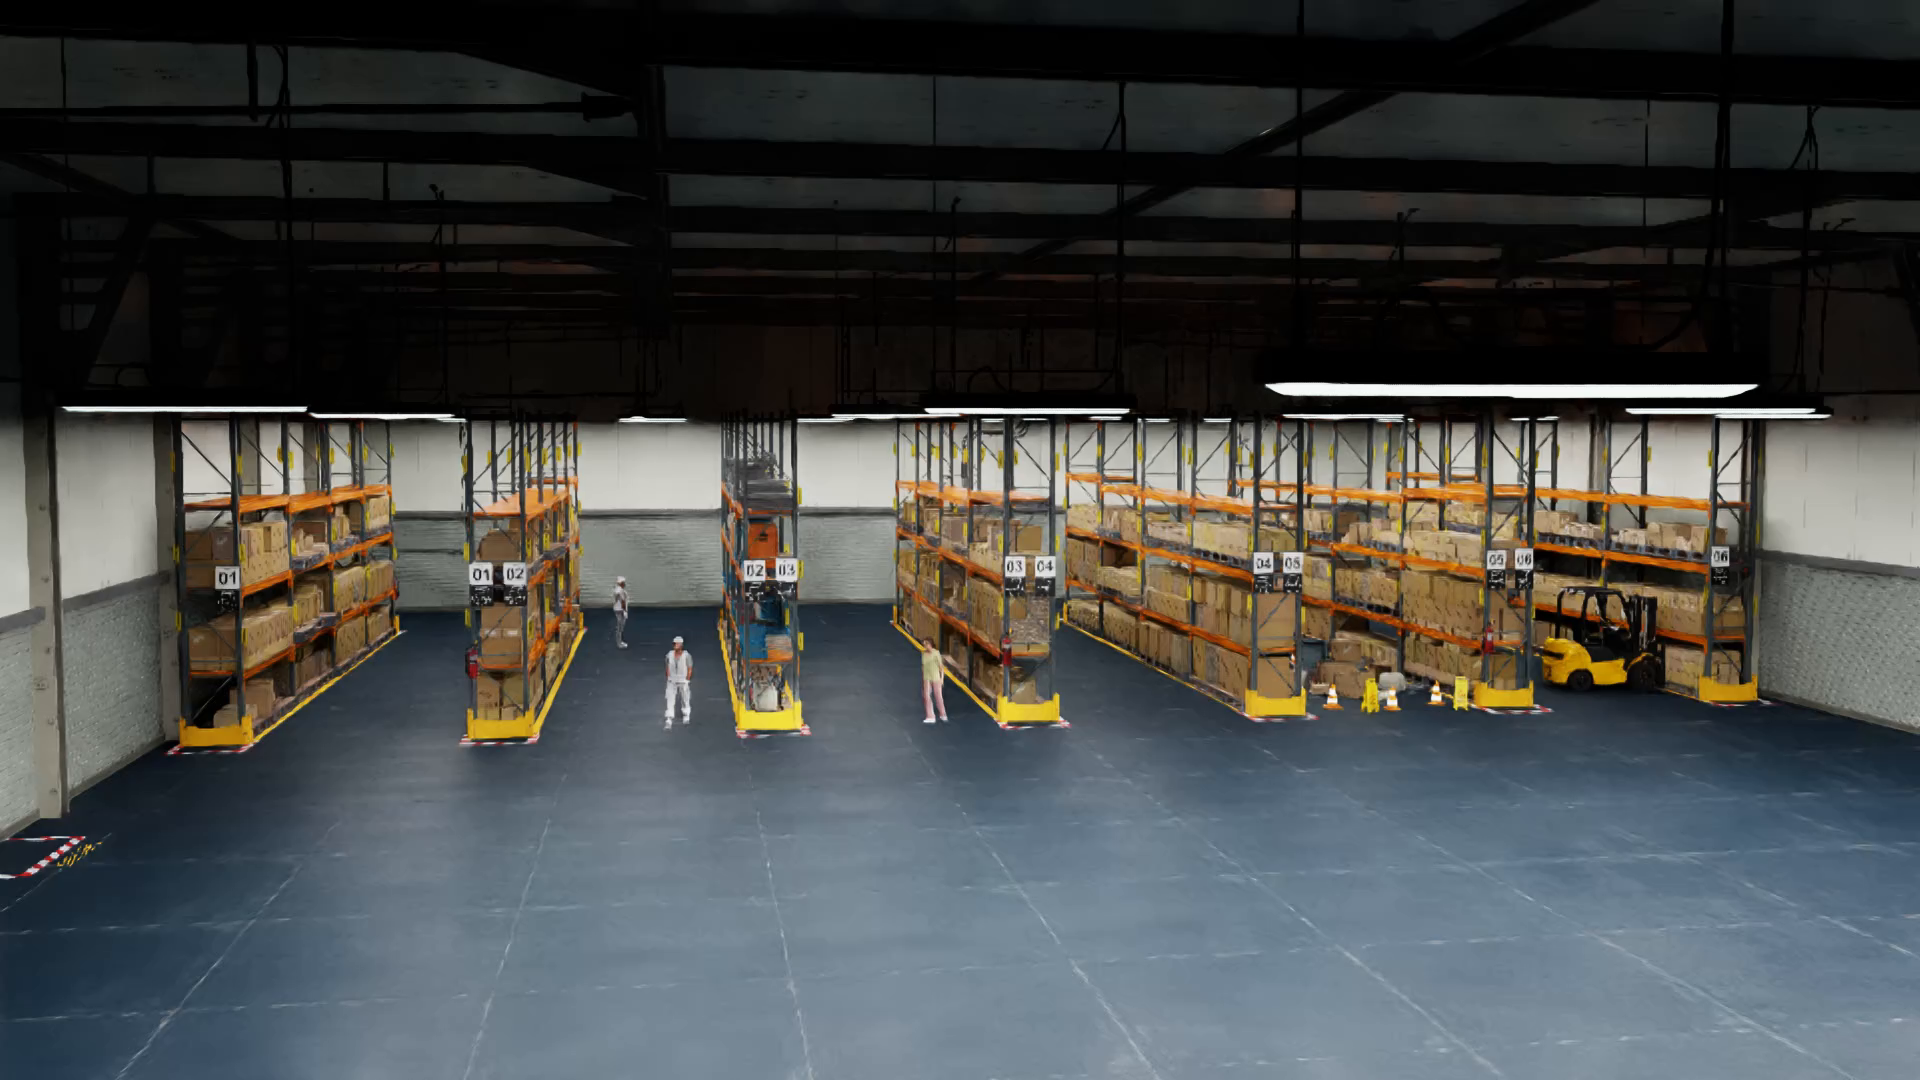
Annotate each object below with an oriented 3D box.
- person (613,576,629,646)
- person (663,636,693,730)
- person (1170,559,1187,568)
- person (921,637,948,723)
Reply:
[{"bbox_3d":[-8.723,1.825,42.871,0.382,1.791,0.637,-2,4,-24],"label":"person"},{"bbox_3d":[-5.282,2.664,31.225,0.535,1.725,1.022,0,4,0],"label":"person"},{"bbox_3d":[7.034,1.125,53.369,0.619,1.769,0.622,2,4,26],"label":"person"},{"bbox_3d":[-0.501,2.671,31.958,0.503,1.658,0.561,2,4,27],"label":"person"}]
